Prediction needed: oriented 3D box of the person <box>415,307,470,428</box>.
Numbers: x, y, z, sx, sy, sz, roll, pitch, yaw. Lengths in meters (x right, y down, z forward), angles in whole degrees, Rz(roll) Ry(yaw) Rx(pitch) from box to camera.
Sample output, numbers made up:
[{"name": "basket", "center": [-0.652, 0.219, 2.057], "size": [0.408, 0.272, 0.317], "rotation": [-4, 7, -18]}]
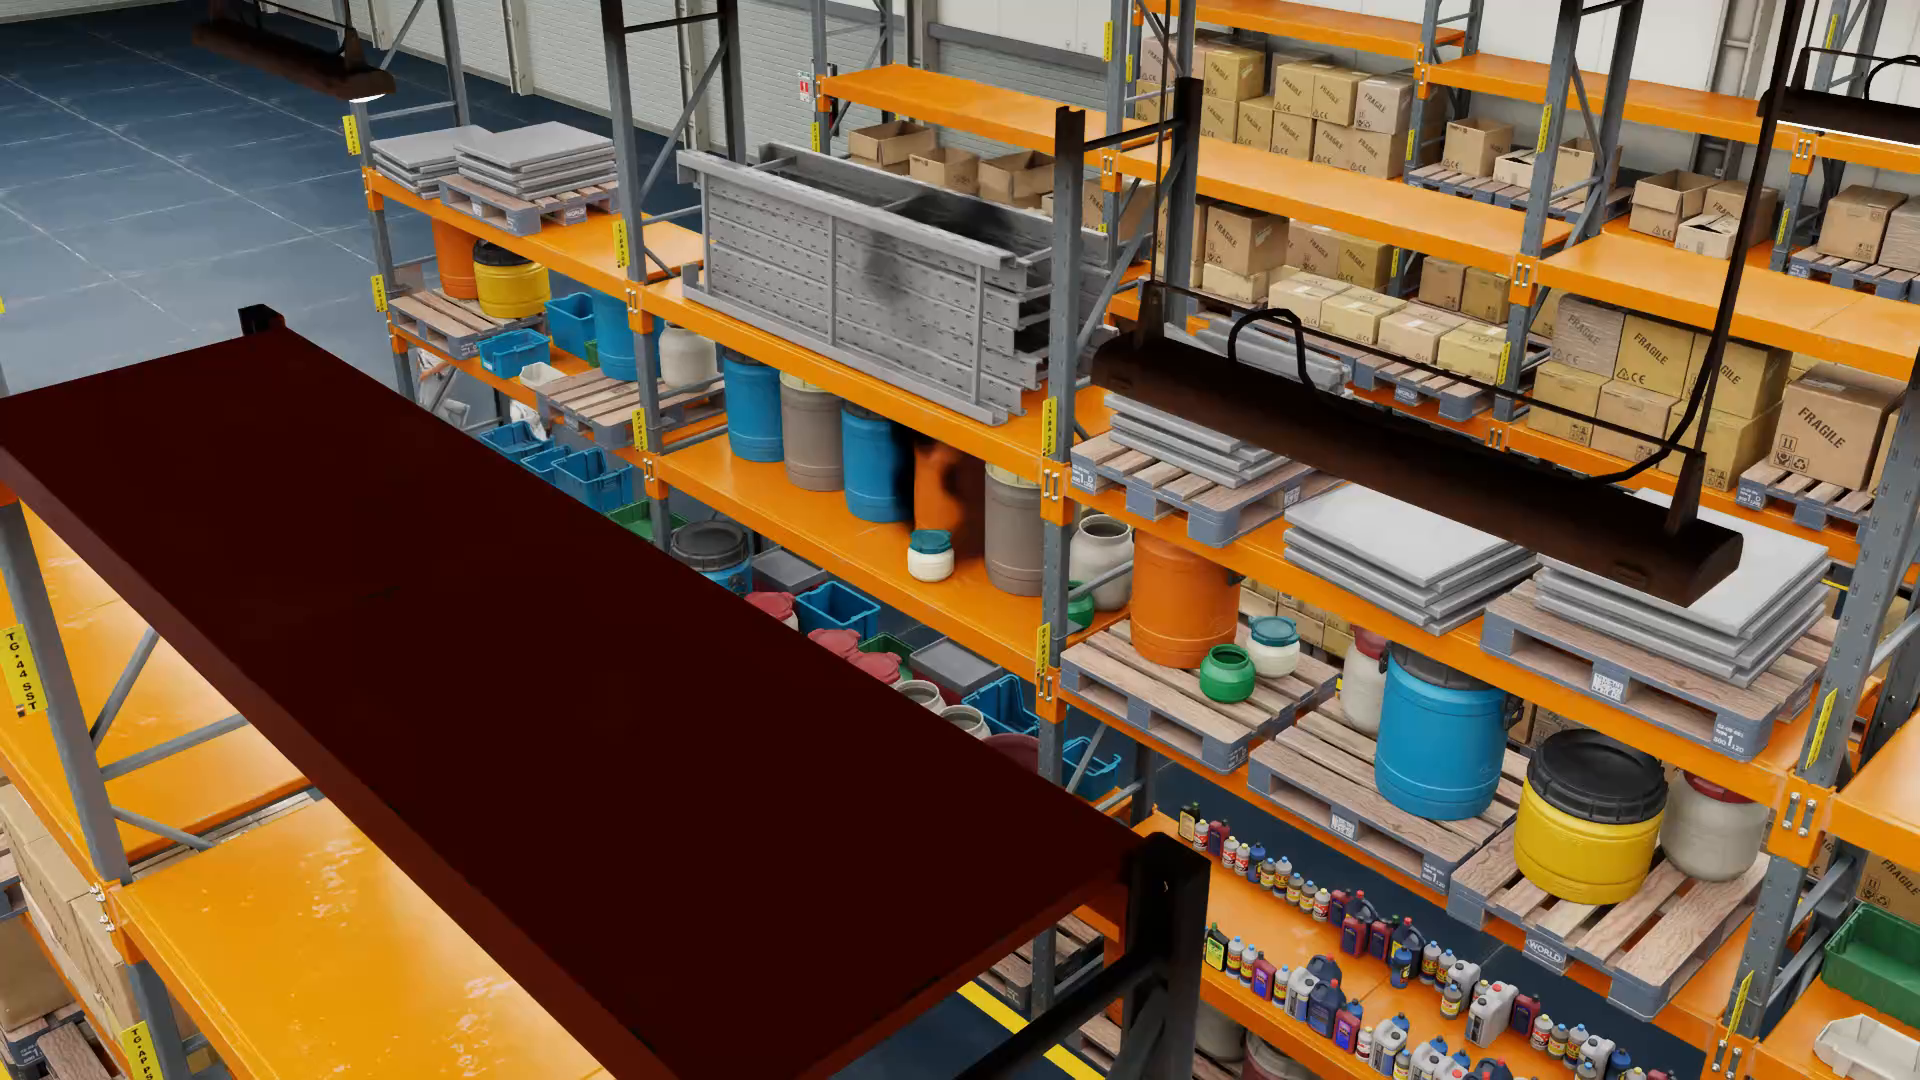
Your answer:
[{"name": "person", "center": [-5.808, -1.859, 18.617], "size": [0.544, 1.621, 0.596], "rotation": [-13, 31, -22]}]

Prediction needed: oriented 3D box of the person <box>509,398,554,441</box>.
[{"name": "person", "center": [-4.444, -0.994, 16.942], "size": [0.619, 1.633, 0.577], "rotation": [4, 28, 8]}]
